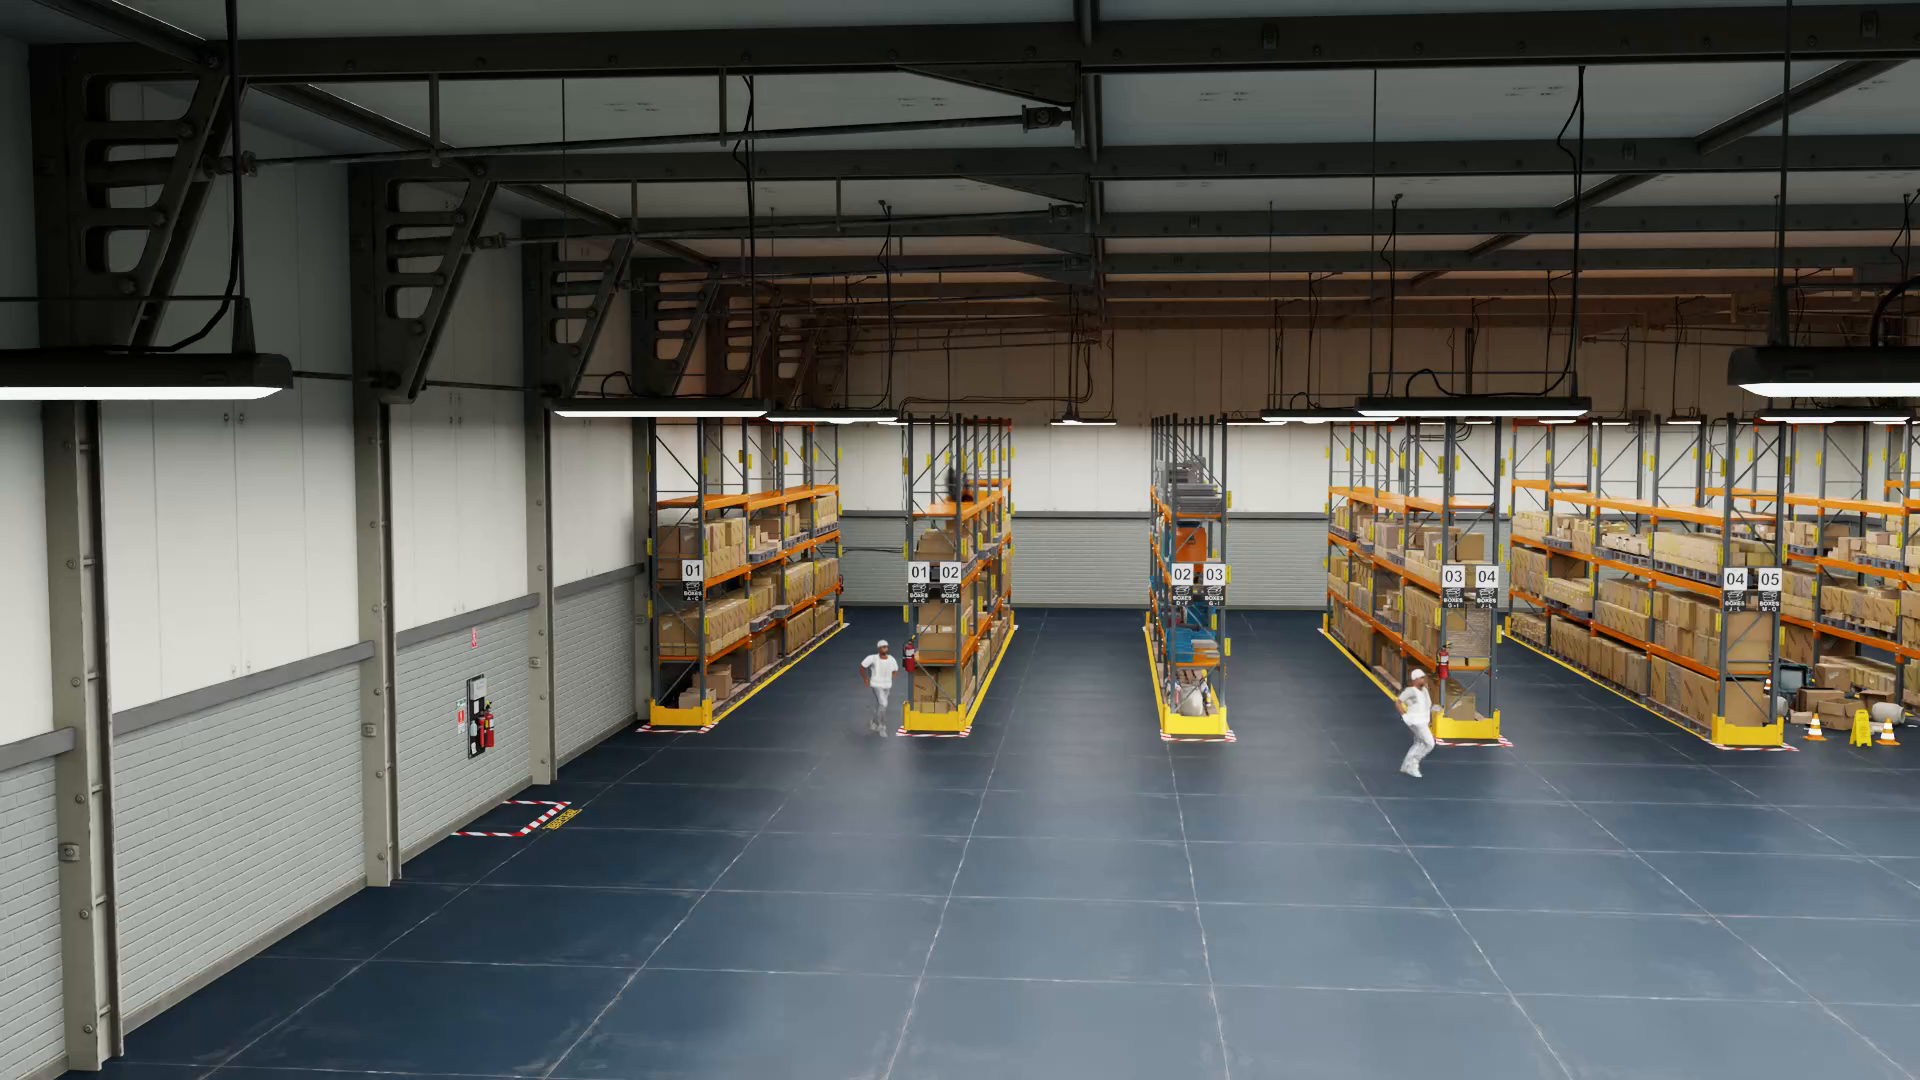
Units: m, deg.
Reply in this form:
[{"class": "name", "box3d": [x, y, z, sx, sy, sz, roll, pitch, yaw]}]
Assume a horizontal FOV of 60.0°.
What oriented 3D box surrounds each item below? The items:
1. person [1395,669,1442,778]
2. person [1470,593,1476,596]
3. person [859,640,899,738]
[{"class": "person", "box3d": [7.533, 3.001, 27.194, 0.683, 1.764, 0.662, 3, 5, 37]}, {"class": "person", "box3d": [13.847, 1.843, 44.629, 0.667, 1.785, 0.937, 0, 4, 1]}, {"class": "person", "box3d": [-1.445, 2.750, 30.989, 0.679, 1.775, 0.720, -3, 5, -35]}]
